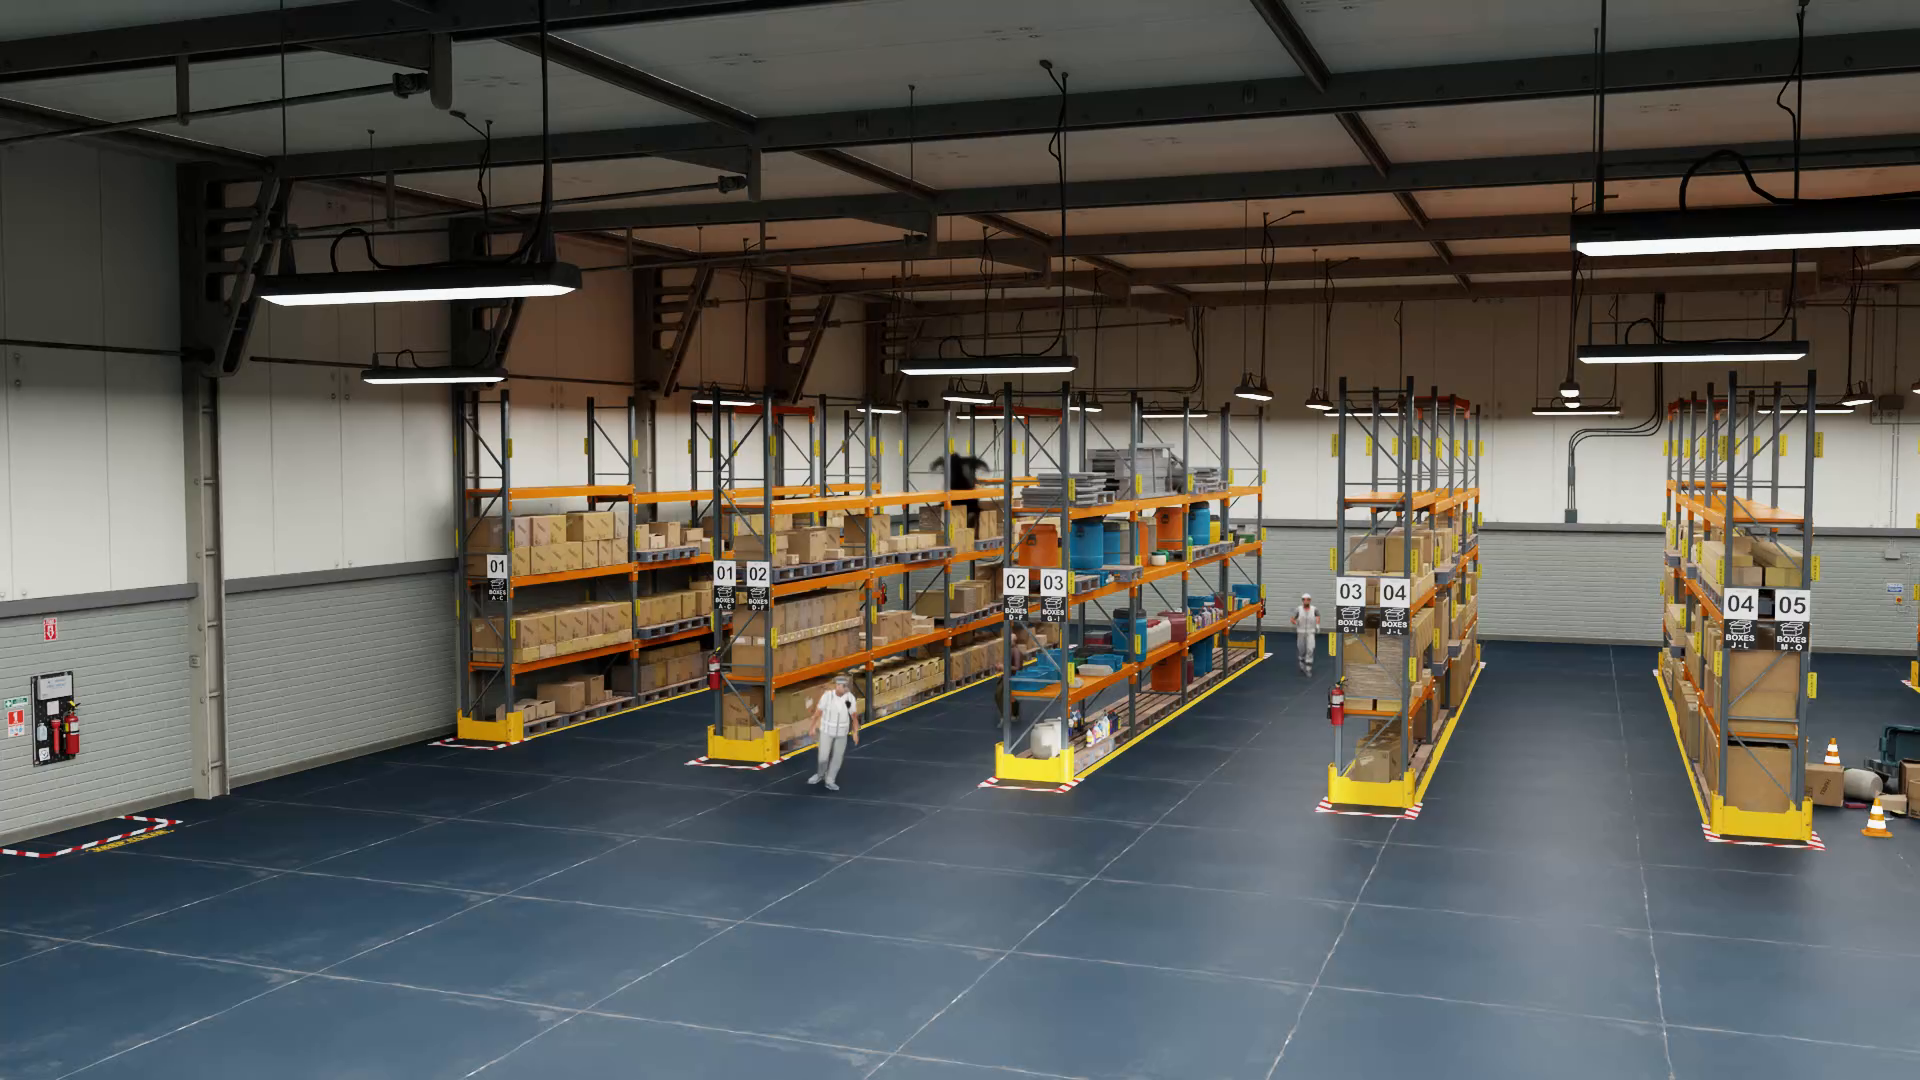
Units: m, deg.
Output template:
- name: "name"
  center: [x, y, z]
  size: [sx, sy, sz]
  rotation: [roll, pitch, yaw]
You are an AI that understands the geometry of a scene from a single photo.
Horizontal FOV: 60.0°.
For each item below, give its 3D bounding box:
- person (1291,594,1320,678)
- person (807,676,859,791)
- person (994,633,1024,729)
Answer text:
- name: "person"
  center: [7.615, 2.079, 36.641]
  size: [0.657, 1.803, 0.937]
  rotation: [0, 3, 7]
- name: "person"
  center: [-1.855, 2.815, 24.319]
  size: [0.709, 1.708, 0.587]
  rotation: [-1, 3, -16]
- name: "person"
  center: [0.923, 2.510, 29.770]
  size: [0.762, 1.713, 0.835]
  rotation: [-2, 4, -38]
